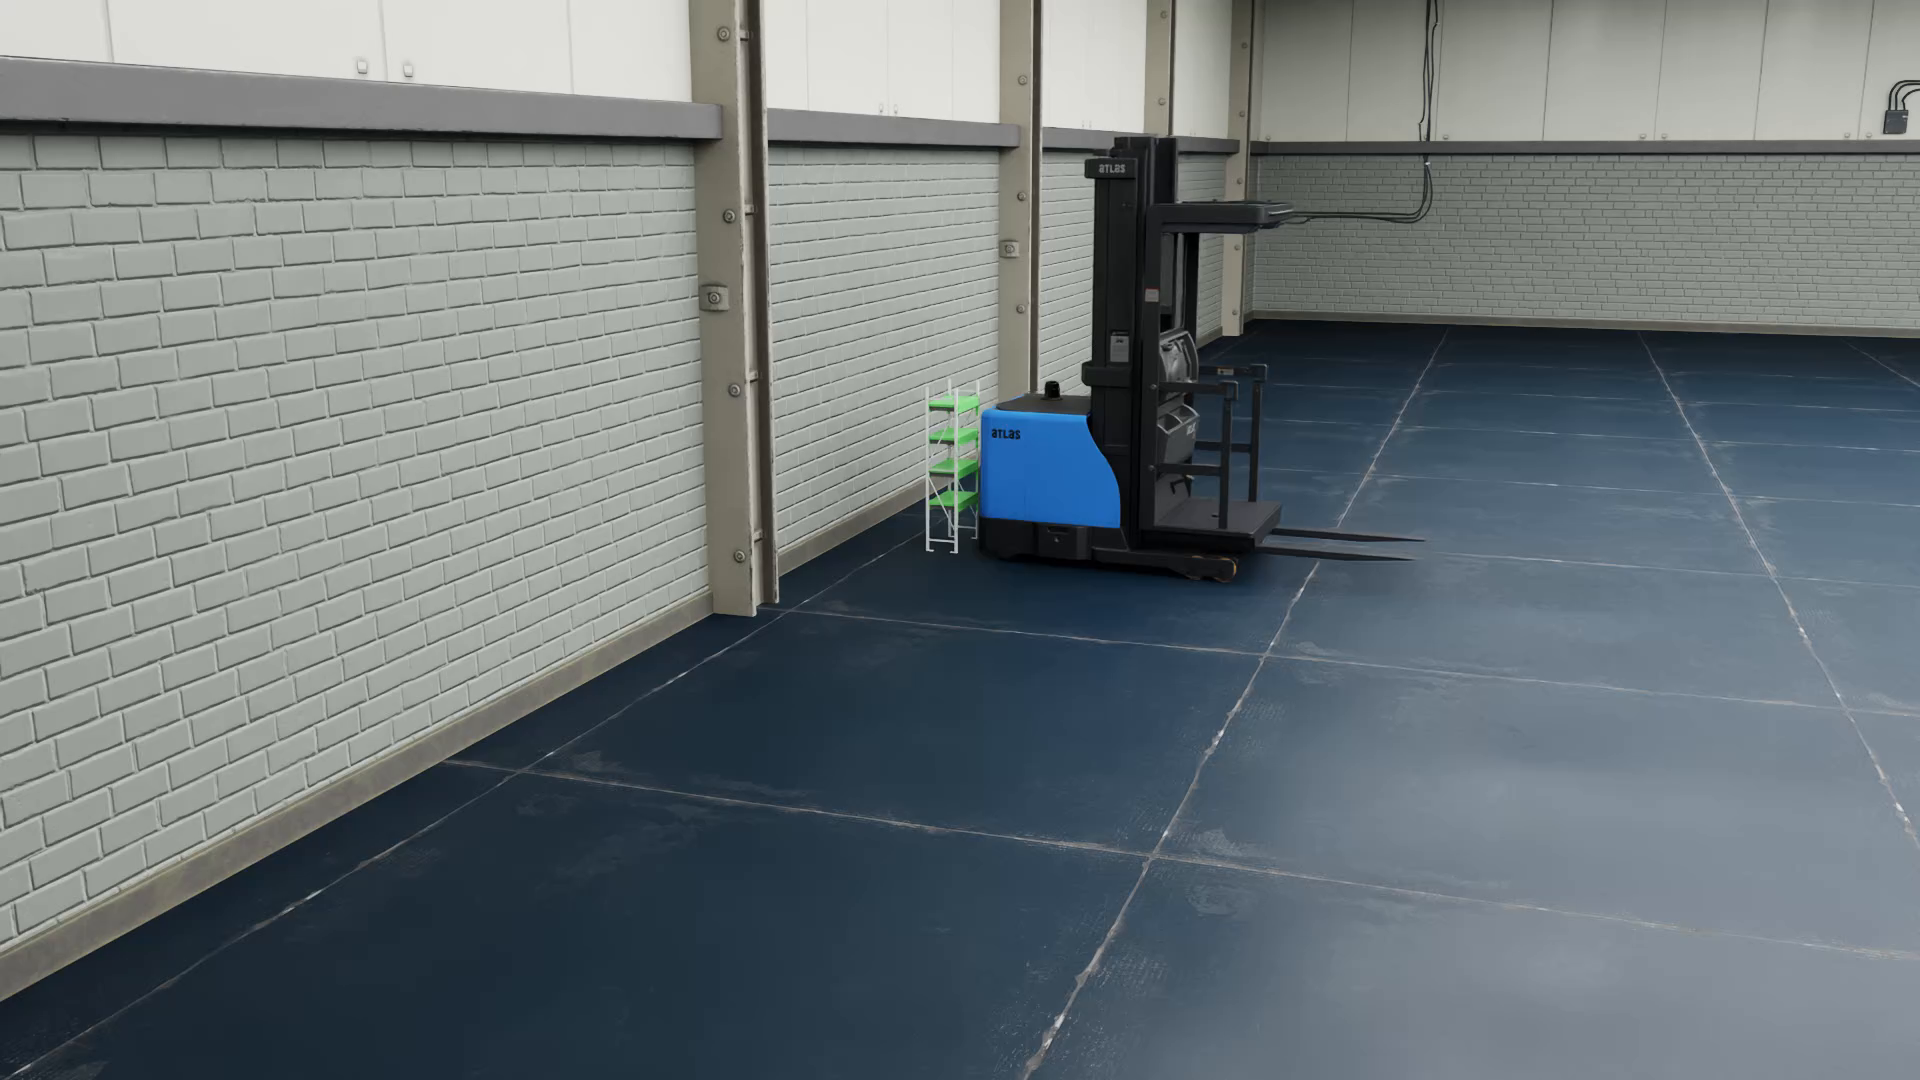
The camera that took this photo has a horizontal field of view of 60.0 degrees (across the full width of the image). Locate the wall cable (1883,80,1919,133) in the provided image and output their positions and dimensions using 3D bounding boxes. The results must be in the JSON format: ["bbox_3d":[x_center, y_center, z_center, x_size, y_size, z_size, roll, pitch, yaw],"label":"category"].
[{"bbox_3d":[15.629,-9.247,25.137,2.305,6.003,0.169,4,14,18],"label":"wall cable"}]

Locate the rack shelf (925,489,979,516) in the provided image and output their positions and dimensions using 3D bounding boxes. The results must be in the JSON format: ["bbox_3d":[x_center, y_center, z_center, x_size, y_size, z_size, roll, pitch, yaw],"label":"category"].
[{"bbox_3d":[-0.054,-0.254,12.269,0.258,0.148,0.480,4,14,18],"label":"rack shelf"}]

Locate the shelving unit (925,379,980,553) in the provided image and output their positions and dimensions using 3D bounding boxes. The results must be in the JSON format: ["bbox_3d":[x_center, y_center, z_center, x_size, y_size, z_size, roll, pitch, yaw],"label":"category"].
[{"bbox_3d":[-0.054,-0.550,12.202,0.258,1.200,0.503,4,14,18],"label":"shelving unit"}]

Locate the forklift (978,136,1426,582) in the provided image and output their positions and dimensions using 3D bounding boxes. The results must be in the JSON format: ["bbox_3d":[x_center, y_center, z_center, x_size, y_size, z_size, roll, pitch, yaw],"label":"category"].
[{"bbox_3d":[1.703,-1.276,11.491,3.031,2.935,1.130,5,14,21],"label":"forklift"}]

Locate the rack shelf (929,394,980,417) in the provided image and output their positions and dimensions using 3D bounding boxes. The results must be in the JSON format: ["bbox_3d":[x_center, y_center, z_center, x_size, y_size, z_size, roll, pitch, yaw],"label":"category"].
[{"bbox_3d":[-0.054,-0.956,12.109,0.258,0.148,0.480,4,14,18],"label":"rack shelf"}]

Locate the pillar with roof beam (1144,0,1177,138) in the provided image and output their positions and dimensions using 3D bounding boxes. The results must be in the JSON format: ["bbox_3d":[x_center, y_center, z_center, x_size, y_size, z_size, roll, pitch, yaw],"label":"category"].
[{"bbox_3d":[6.579,-6.178,19.331,9.100,9.000,0.400,4,14,18],"label":"pillar with roof beam"}]

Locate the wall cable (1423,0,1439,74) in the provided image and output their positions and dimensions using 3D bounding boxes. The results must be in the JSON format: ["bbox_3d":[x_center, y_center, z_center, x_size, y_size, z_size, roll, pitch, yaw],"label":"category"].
[{"bbox_3d":[9.211,-9.030,27.455,3.097,2.526,0.112,4,14,18],"label":"wall cable"}]

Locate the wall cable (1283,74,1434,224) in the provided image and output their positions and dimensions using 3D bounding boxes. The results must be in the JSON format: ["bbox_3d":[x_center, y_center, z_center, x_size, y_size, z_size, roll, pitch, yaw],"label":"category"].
[{"bbox_3d":[6.652,-6.762,28.870,3.097,2.526,0.112,4,14,18],"label":"wall cable"}]

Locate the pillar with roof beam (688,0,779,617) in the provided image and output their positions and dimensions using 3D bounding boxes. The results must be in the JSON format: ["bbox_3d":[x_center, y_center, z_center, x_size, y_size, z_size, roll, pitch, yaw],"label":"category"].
[{"bbox_3d":[2.697,-3.651,8.261,9.100,9.000,0.400,4,14,18],"label":"pillar with roof beam"}]

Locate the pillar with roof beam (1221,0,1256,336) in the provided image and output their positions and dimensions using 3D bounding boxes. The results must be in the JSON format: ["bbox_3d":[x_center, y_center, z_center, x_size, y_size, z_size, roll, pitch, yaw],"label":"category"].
[{"bbox_3d":[8.521,-7.441,24.866,9.100,9.000,0.400,4,14,18],"label":"pillar with roof beam"}]

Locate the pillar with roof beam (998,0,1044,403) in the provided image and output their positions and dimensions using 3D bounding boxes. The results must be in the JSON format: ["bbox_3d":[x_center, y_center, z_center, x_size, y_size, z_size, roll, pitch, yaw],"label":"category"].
[{"bbox_3d":[4.638,-4.914,13.796,9.100,9.000,0.400,4,14,18],"label":"pillar with roof beam"}]

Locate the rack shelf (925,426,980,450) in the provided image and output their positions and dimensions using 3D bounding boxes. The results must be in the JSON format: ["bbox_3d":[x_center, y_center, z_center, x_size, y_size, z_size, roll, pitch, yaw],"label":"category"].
[{"bbox_3d":[-0.054,-0.722,12.163,0.258,0.148,0.480,4,14,18],"label":"rack shelf"}]

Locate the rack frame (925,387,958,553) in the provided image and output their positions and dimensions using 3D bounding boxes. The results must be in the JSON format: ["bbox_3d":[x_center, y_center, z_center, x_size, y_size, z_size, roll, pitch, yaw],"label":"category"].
[{"bbox_3d":[-0.132,-0.499,11.977,0.240,1.200,0.015,4,14,18],"label":"rack frame"}]

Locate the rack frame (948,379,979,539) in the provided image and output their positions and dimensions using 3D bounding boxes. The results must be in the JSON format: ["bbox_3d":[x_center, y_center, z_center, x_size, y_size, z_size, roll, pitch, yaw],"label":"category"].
[{"bbox_3d":[0.025,-0.601,12.427,0.240,1.200,0.015,4,14,18],"label":"rack frame"}]

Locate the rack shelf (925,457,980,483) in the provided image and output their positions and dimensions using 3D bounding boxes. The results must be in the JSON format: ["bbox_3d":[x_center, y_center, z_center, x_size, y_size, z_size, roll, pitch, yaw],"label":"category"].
[{"bbox_3d":[-0.054,-0.488,12.216,0.258,0.148,0.480,4,14,18],"label":"rack shelf"}]
